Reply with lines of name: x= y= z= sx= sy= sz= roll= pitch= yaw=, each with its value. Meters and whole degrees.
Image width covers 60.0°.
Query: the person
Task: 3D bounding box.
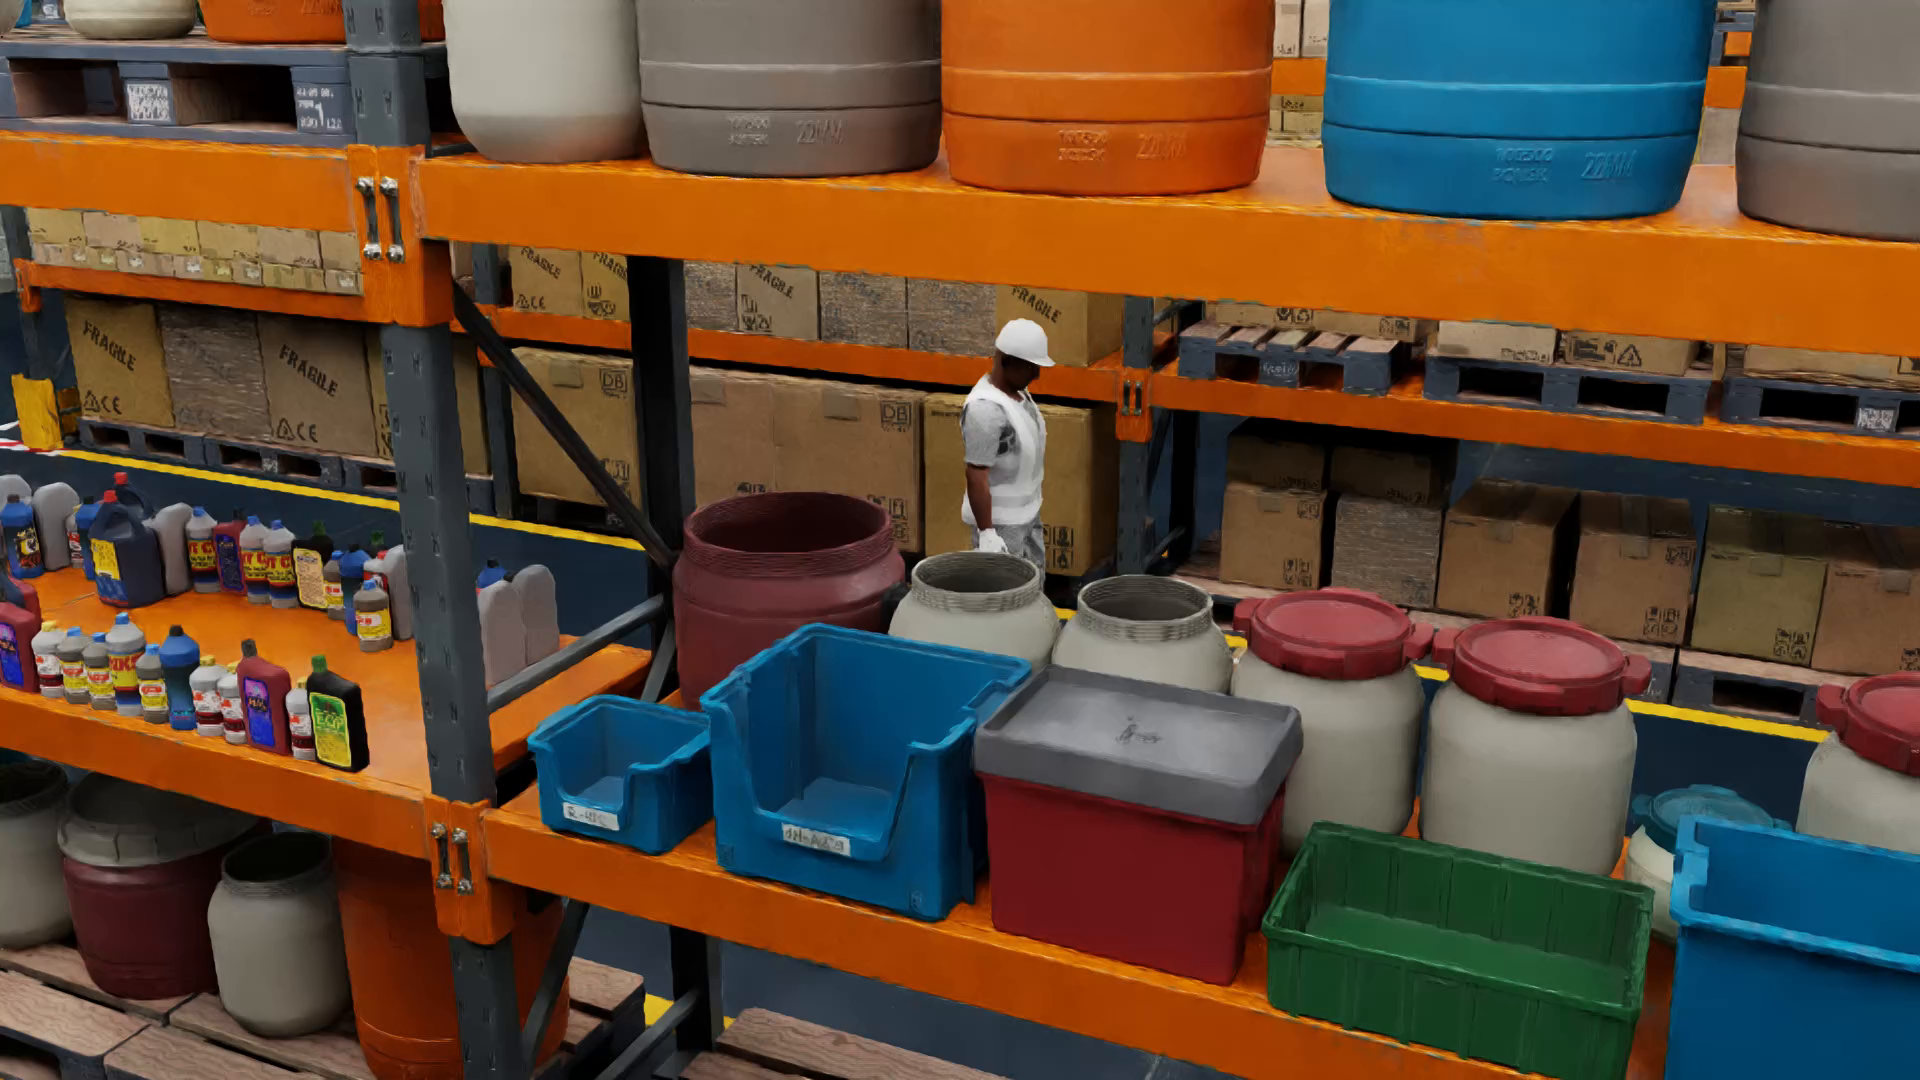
person: x=0.263 y=-0.103 z=7.276 sx=0.471 sy=1.772 sz=0.724 roll=5 pitch=19 yaw=13
